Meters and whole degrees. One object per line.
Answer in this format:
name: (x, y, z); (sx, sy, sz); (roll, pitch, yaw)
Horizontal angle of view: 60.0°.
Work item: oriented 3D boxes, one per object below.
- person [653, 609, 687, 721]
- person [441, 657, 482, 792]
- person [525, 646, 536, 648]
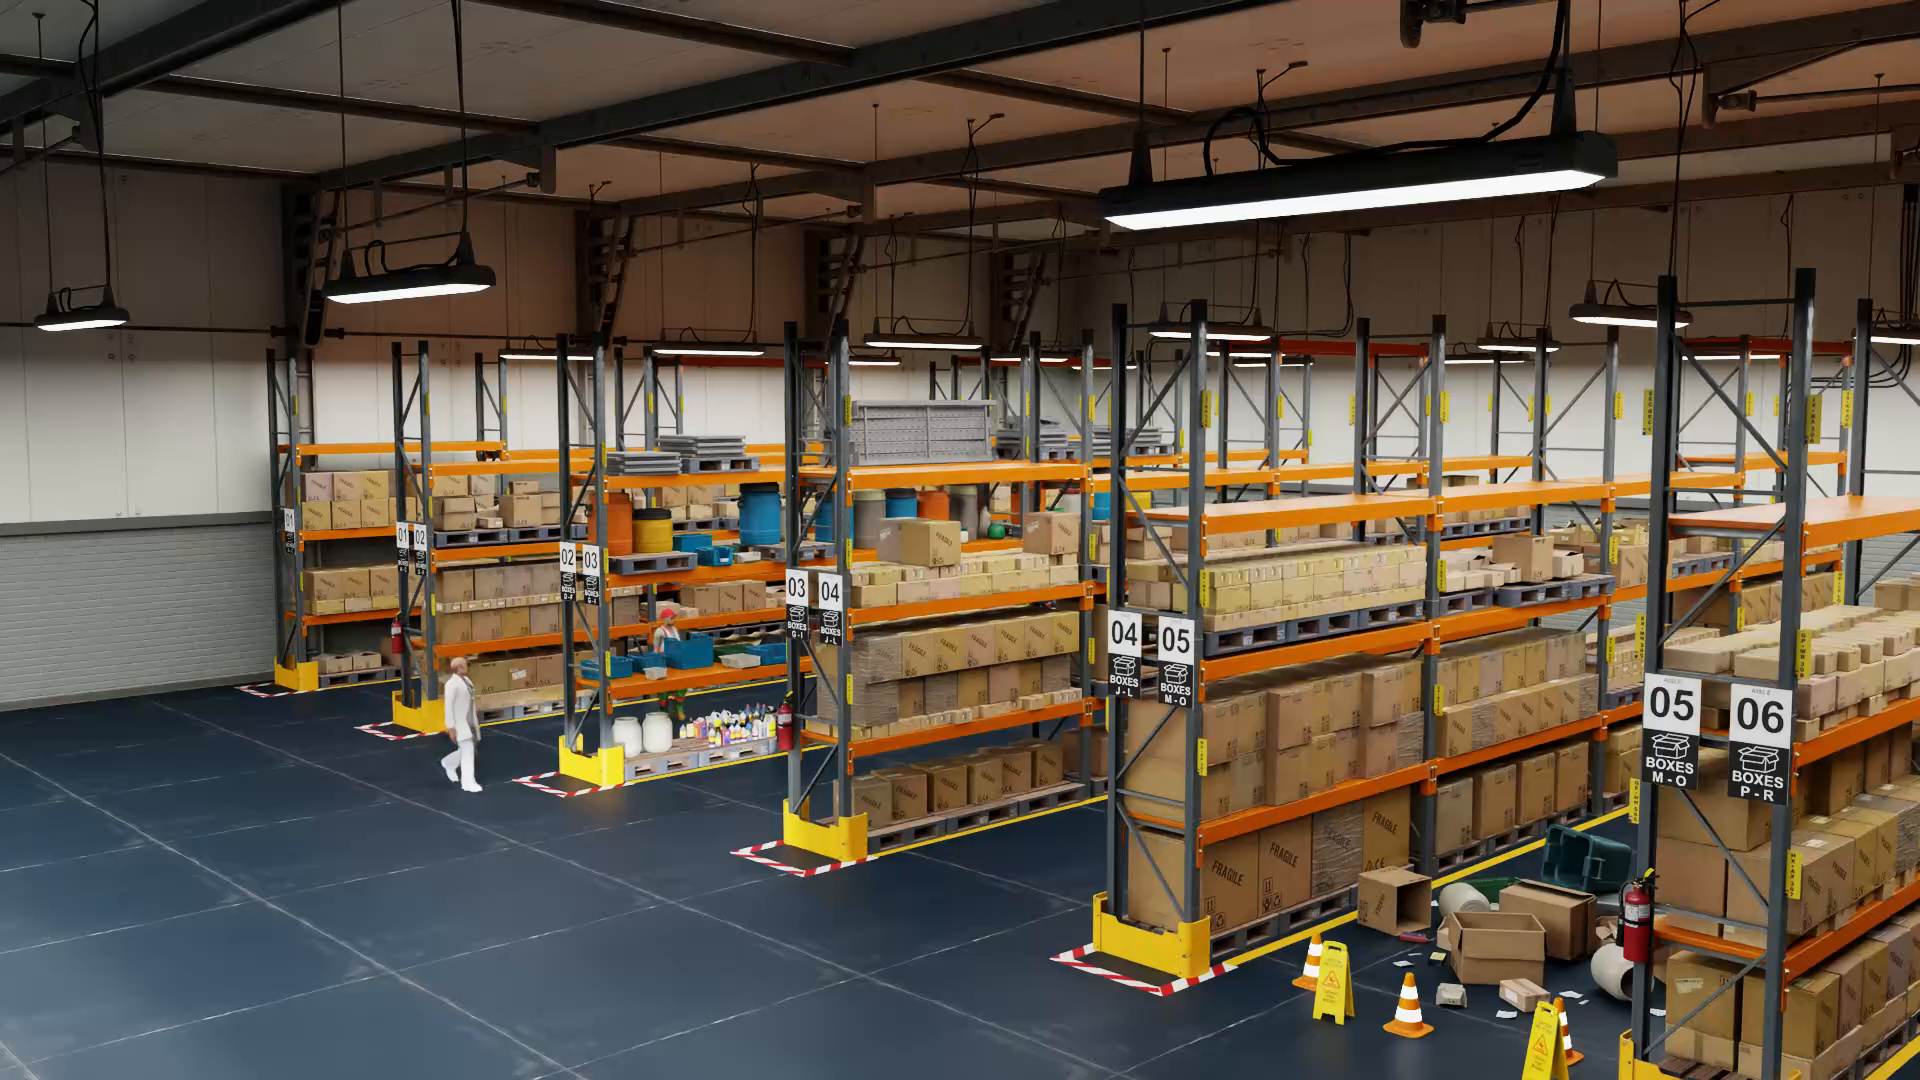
person: (-4.623, 1.999, 26.436); (0.401, 1.808, 0.610); (5, 7, 44)
person: (-6.600, 2.400, 21.828); (0.898, 1.739, 0.612); (3, 6, 31)
person: (-7.609, 1.820, 29.472); (0.555, 1.761, 0.382); (-2, 5, -26)
